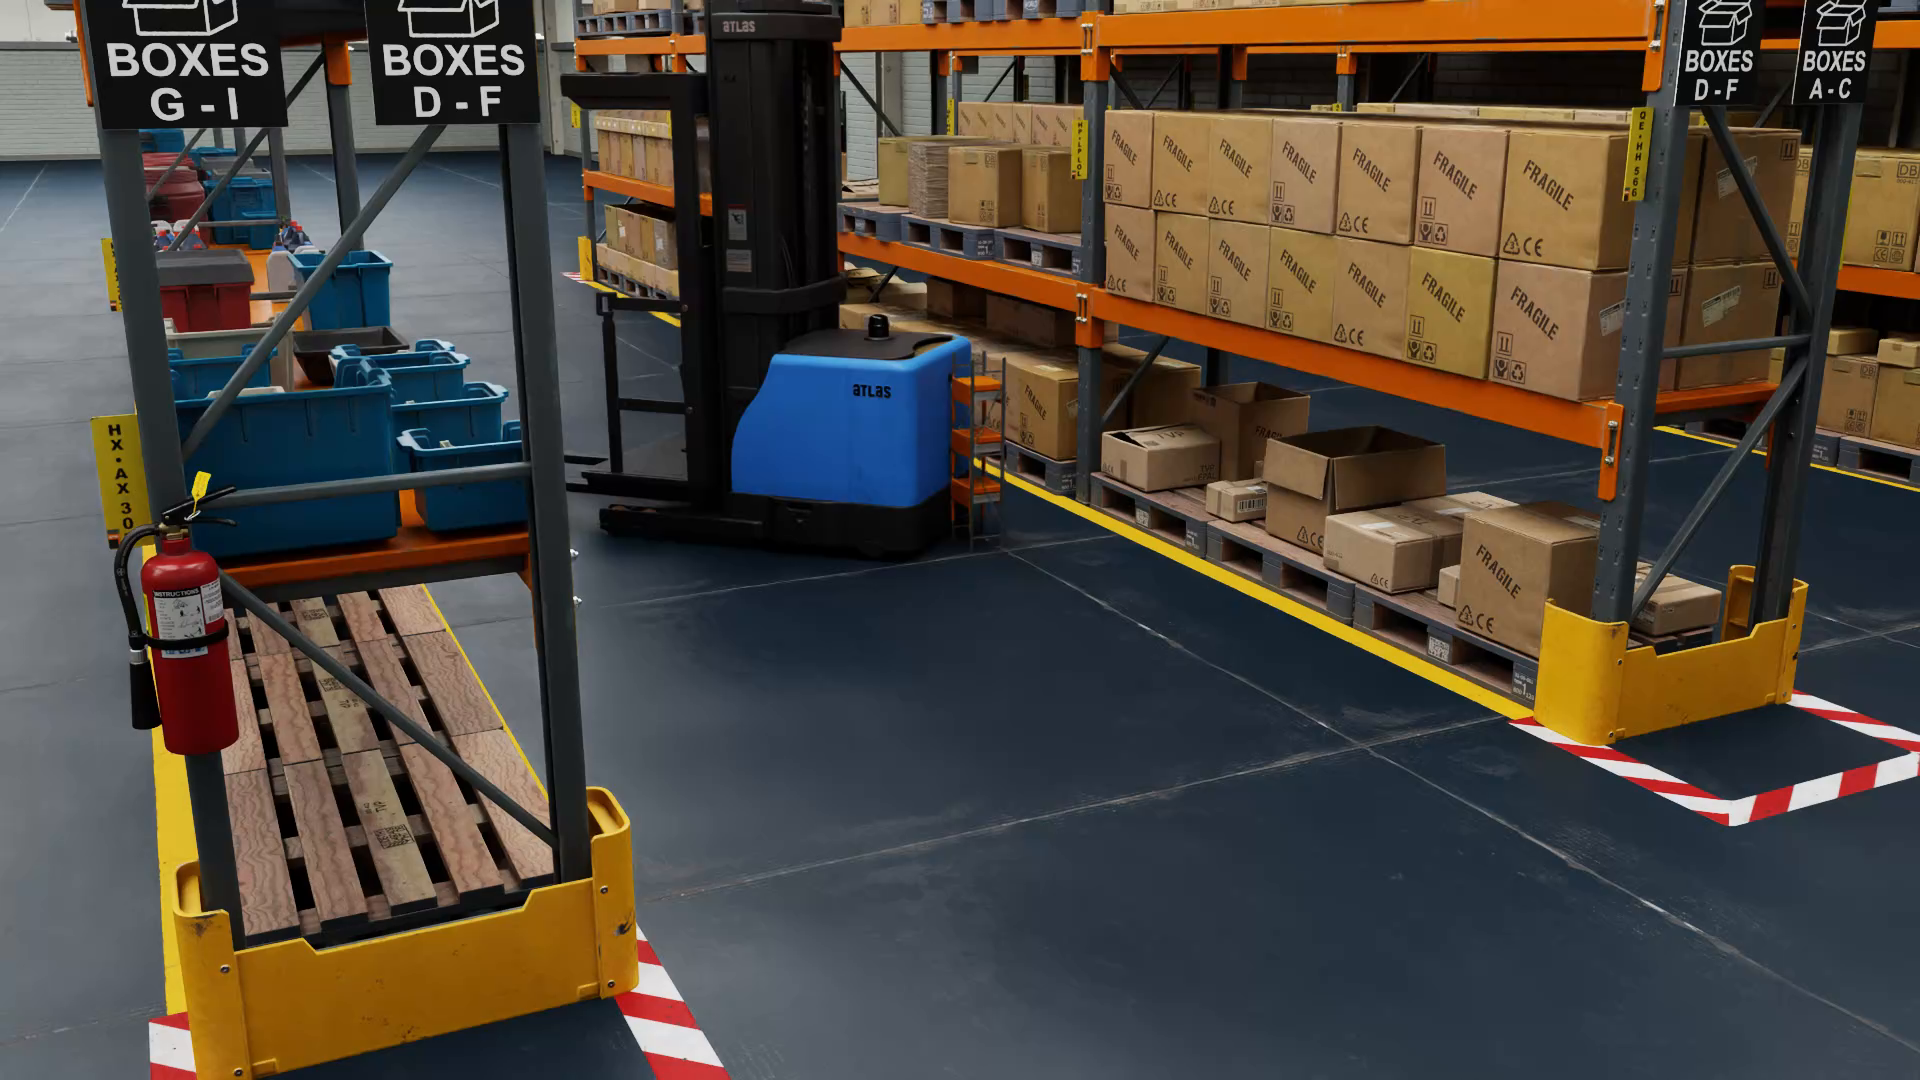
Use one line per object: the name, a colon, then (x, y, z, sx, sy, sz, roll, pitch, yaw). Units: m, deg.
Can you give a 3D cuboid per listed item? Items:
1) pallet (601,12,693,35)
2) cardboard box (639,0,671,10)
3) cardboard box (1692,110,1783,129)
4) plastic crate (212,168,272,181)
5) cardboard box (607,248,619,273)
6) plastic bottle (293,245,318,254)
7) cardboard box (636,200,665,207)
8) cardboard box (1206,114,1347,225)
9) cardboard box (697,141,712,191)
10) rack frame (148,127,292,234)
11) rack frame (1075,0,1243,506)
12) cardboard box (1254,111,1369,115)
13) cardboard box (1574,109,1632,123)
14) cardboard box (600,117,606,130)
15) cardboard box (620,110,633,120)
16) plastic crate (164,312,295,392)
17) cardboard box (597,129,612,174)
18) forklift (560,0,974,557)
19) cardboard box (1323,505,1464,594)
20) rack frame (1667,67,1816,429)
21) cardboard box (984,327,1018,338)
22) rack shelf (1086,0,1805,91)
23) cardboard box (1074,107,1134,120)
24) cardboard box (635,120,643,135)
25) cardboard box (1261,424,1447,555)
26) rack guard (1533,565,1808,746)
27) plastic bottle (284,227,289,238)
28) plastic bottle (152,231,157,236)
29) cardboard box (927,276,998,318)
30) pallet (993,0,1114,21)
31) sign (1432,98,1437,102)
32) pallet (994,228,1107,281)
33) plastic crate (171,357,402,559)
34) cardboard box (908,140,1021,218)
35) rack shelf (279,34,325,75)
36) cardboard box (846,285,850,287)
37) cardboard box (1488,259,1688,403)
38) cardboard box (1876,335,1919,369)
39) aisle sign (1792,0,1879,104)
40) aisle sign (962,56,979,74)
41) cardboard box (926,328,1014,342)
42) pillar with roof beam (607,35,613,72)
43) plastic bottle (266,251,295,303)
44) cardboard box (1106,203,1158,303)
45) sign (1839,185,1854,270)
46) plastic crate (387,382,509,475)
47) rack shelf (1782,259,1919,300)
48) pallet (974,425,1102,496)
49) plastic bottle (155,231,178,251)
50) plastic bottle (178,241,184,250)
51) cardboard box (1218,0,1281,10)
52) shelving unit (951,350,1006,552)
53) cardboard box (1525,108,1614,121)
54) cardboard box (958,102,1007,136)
pallet: (-3.257, -5.614, 18.099, 1.003, 0.211, 1.213, -8, 18, -25)
cardboard box: (-3.104, -5.561, 17.193, 0.380, 0.149, 0.250, -8, 18, -25)
cardboard box: (5.659, -3.027, 12.245, 0.500, 0.250, 0.500, -7, 17, -23)
plastic crate: (-5.464, -2.583, 12.699, 0.402, 0.464, 0.583, -8, 18, -25)
cardboard box: (-3.825, -3.293, 19.512, 0.500, 0.250, 0.500, -8, 18, -25)
plastic bottle: (-3.647, -1.511, 9.305, 0.152, 0.276, 0.135, -8, 18, -25)
cardboard box: (-3.580, -3.840, 20.058, 0.500, 0.500, 0.500, -8, 18, -25)
cardboard box: (1.580, -1.843, 8.242, 0.500, 0.500, 0.500, -8, 18, -27)
cardboard box: (-2.530, -3.862, 17.089, 0.700, 0.500, 0.500, -8, 18, -26)
rack frame: (-5.032, -2.115, 11.183, 1.000, 3.000, 0.127, -8, 18, -25)
rack frame: (1.175, -1.721, 9.809, 1.000, 3.000, 0.127, -8, 18, -25)
cardboard box: (1.856, -2.029, 8.888, 0.500, 0.500, 0.500, -8, 18, -26)
cardboard box: (4.977, -3.094, 12.479, 0.500, 0.250, 0.500, -7, 18, -24)
cardboard box: (-3.986, -4.868, 19.418, 0.380, 0.149, 0.250, -8, 18, -26)
cardboard box: (-3.409, -4.983, 18.643, 0.700, 0.500, 0.500, -8, 18, -25)
plastic crate: (-2.776, -0.694, 6.338, 0.437, 0.282, 0.530, -8, 18, -25)
cardboard box: (-3.889, -4.627, 19.755, 0.700, 0.500, 0.500, -8, 18, -25)
forklift: (-1.495, -1.545, 9.321, 3.031, 2.935, 1.130, 6, 17, 19)
cardboard box: (2.079, 0.037, 7.871, 0.500, 0.250, 0.500, -8, 18, -25)
rack frame: (5.627, -2.320, 11.898, 1.000, 3.000, 0.127, -8, 18, -25)
cardboard box: (0.505, -1.261, 11.942, 0.500, 0.500, 0.500, -8, 18, -27)
rack shelf: (2.051, -2.321, 7.767, 1.077, 0.370, 4.000, -8, 18, -25)
cardboard box: (1.637, -4.682, 19.004, 0.500, 0.500, 0.500, -8, 18, -25)
cardboard box: (-3.315, -4.486, 18.089, 0.380, 0.149, 0.250, -7, 17, -23)
cardboard box: (2.003, -0.267, 8.472, 0.797, 0.503, 0.637, -8, 18, -25)
rack guard: (2.894, 0.454, 6.763, 1.175, 0.500, 0.348, -8, 18, -25)
plastic bottle: (-4.165, -1.820, 10.388, 0.097, 0.271, 0.097, 0, 16, 0)
plastic bottle: (-4.811, -1.702, 9.955, 0.061, 0.283, 0.133, -8, 18, -25)
cardboard box: (0.072, -1.866, 12.690, 0.500, 0.250, 0.500, -7, 17, -23)
pallet: (0.953, -3.242, 10.014, 1.213, 0.211, 1.003, -8, 18, -25)
sign: (4.372, -3.937, 15.432, 0.100, 0.325, 0.005, -8, 18, -25)
pallet: (0.923, -1.840, 10.572, 1.003, 0.211, 1.213, -8, 18, -25)
plastic crate: (-1.841, -0.238, 4.468, 0.616, 0.435, 0.499, -8, 18, -25)
cardboard box: (0.029, -2.570, 11.826, 0.700, 0.500, 0.500, -4, 17, -14)
rack shelf: (-4.155, -2.715, 9.140, 1.077, 0.370, 4.000, -8, 18, -25)
cardboard box: (-1.262, -2.091, 14.305, 0.500, 0.311, 0.500, -8, 18, -26)
cardboard box: (2.487, -0.855, 6.612, 0.500, 0.500, 0.500, -7, 17, -23)
cardboard box: (6.077, -1.198, 10.583, 0.380, 0.149, 0.250, -8, 18, -26)
aisle sign: (3.221, -1.997, 6.059, 0.394, 0.787, 0.004, -8, 18, -25)
aisle sign: (0.068, -6.527, 21.844, 0.394, 0.787, 0.004, -8, 18, -25)
cardboard box: (0.048, -1.192, 11.702, 0.500, 0.500, 0.500, -8, 18, -27)
pillar with roof beam: (-12.930, -13.541, 40.124, 9.100, 9.000, 0.400, -8, 18, -25)
plastic bottle: (-3.682, -1.436, 9.040, 0.152, 0.276, 0.135, -8, 18, -25)
cardboard box: (1.153, -1.610, 9.240, 0.500, 0.500, 0.500, -7, 17, -23)
sign: (3.415, -1.211, 6.462, 0.100, 0.325, 0.005, -8, 18, -25)
plastic crate: (-1.627, -0.344, 5.206, 0.416, 0.233, 0.300, -8, 18, -25)
rack shelf: (6.503, -1.479, 10.270, 1.077, 0.370, 4.000, -8, 18, -25)
pallet: (0.785, -0.578, 10.881, 1.003, 0.211, 1.213, -8, 18, -25)
plastic bottle: (-4.459, -1.561, 9.342, 0.144, 0.351, 0.185, -8, 18, -25)
plastic bottle: (-4.826, -1.778, 10.369, 0.097, 0.201, 0.097, 0, 16, 0)
cardboard box: (1.599, -2.691, 8.025, 0.500, 0.250, 0.500, -8, 18, -25)
shelving unit: (0.097, -0.484, 9.031, 0.215, 1.050, 0.252, -7, 18, -24)
cardboard box: (4.753, -3.221, 12.920, 0.500, 0.250, 0.500, -7, 18, -24)
cardboard box: (0.308, -5.439, 21.643, 0.500, 0.500, 0.500, -8, 18, -25)
